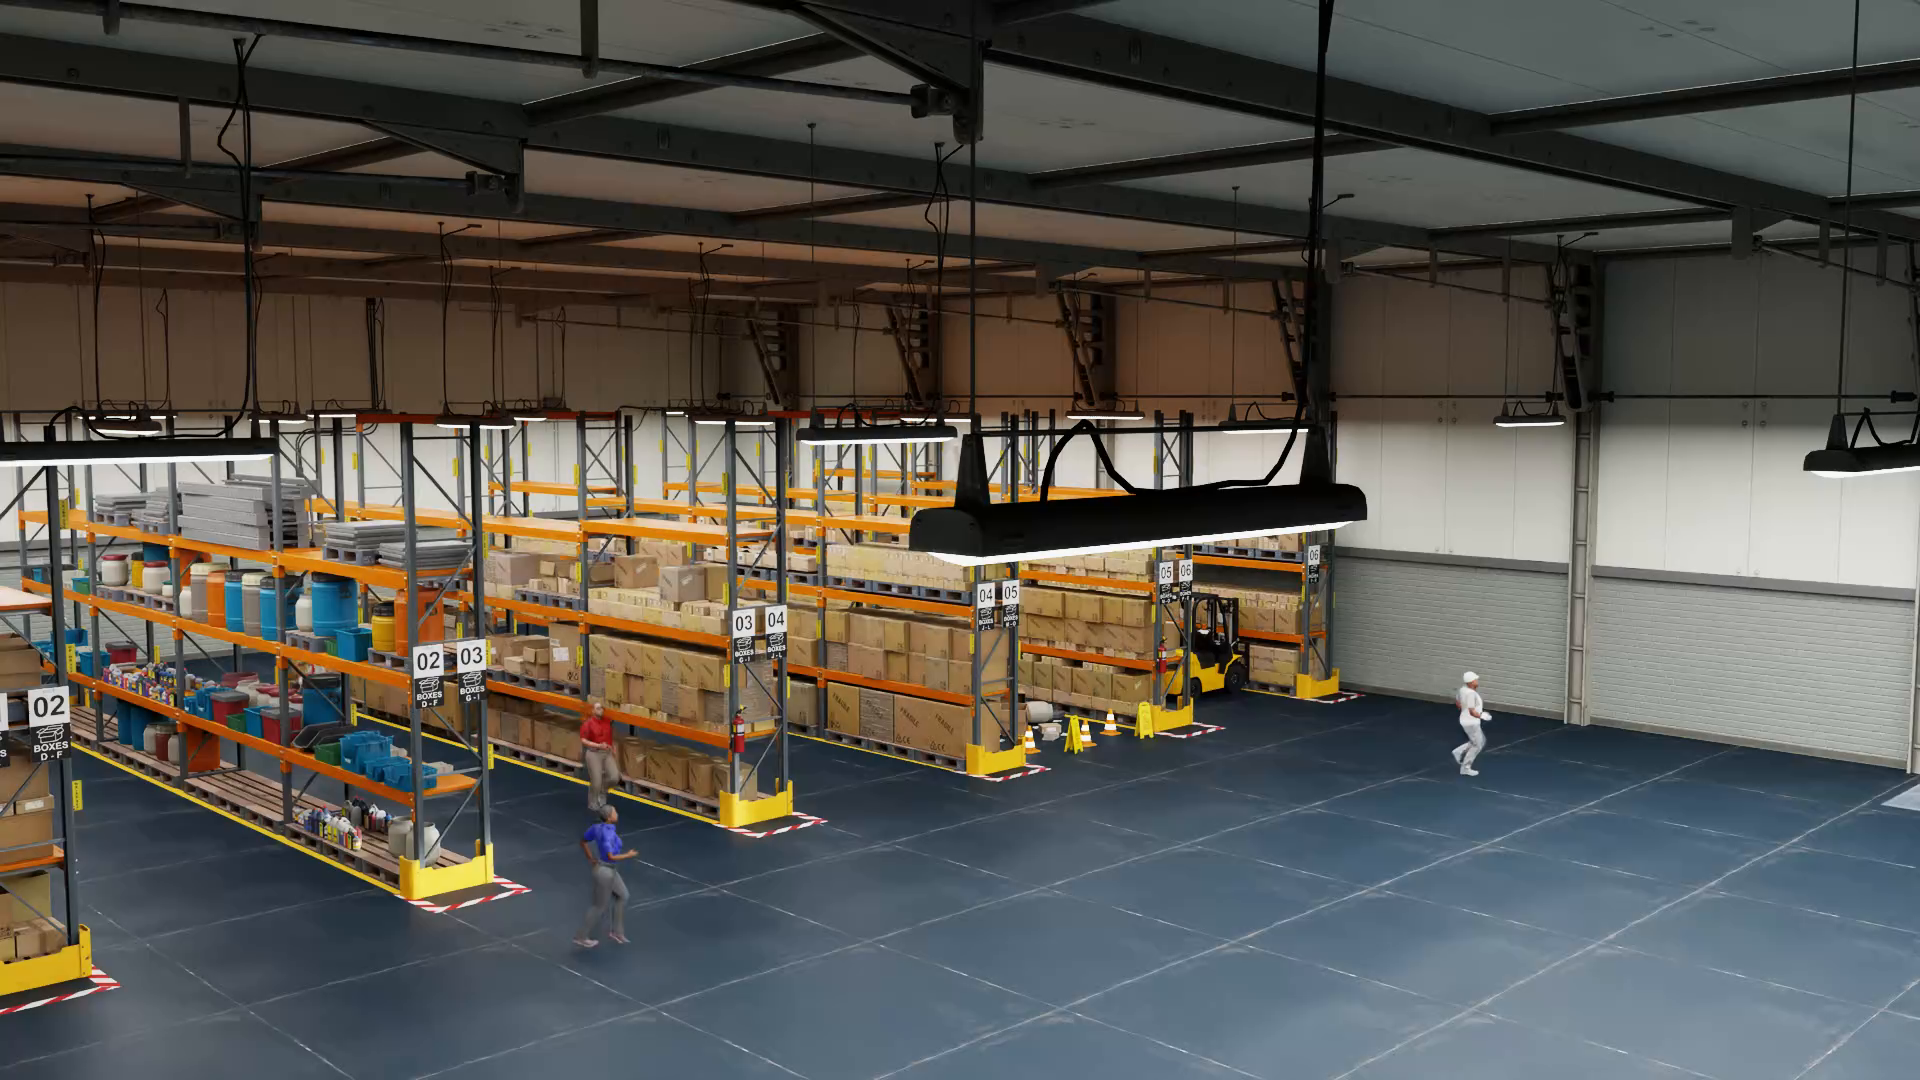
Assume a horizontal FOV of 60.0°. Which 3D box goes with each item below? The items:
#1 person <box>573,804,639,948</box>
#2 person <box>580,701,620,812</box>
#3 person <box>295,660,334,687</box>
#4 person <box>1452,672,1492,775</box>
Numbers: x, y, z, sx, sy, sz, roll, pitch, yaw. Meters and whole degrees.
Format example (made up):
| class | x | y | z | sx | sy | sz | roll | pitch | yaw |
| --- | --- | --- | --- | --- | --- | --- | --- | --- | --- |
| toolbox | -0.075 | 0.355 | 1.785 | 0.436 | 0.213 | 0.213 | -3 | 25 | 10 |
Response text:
| class | x | y | z | sx | sy | sz | roll | pitch | yaw |
| --- | --- | --- | --- | --- | --- | --- | --- | --- | --- |
| person | -4.057 | 3.869 | 19.014 | 0.761 | 1.712 | 0.560 | -2 | 5 | -18 |
| person | -5.437 | 3.291 | 25.253 | 0.607 | 1.688 | 0.651 | 4 | 7 | 42 |
| person | -12.136 | 2.708 | 31.465 | 0.739 | 1.739 | 0.654 | 3 | 6 | 34 |
| person | 8.545 | 3.057 | 27.759 | 0.595 | 1.737 | 0.683 | 1 | 5 | 7 |
